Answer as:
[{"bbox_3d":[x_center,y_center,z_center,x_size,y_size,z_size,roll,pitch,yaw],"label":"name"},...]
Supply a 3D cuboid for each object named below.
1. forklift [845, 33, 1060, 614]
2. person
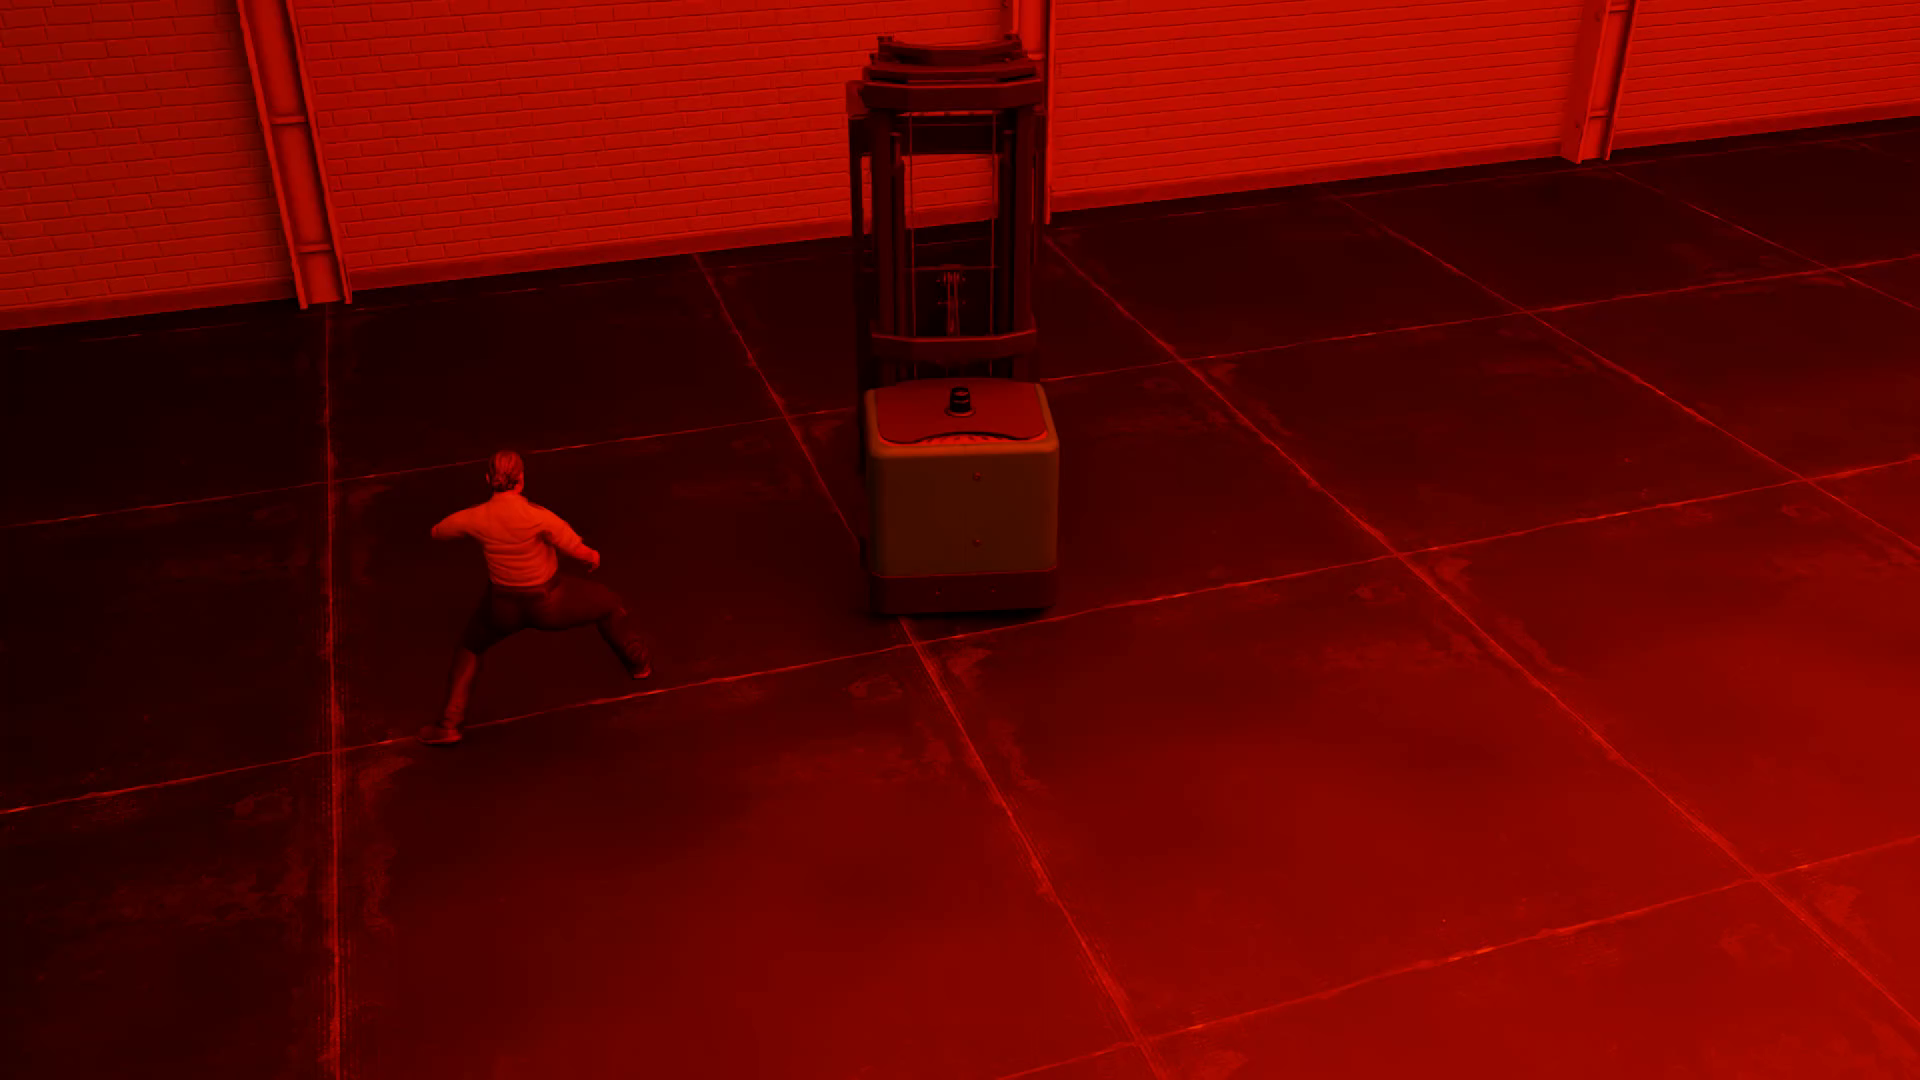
[{"bbox_3d":[-0.091,-1.567,9.810,1.130,2.935,3.031,-2,30,-4],"label":"forklift"},{"bbox_3d":[-2.169,0.210,8.241,1.054,1.491,0.943,2,30,3],"label":"person"}]
